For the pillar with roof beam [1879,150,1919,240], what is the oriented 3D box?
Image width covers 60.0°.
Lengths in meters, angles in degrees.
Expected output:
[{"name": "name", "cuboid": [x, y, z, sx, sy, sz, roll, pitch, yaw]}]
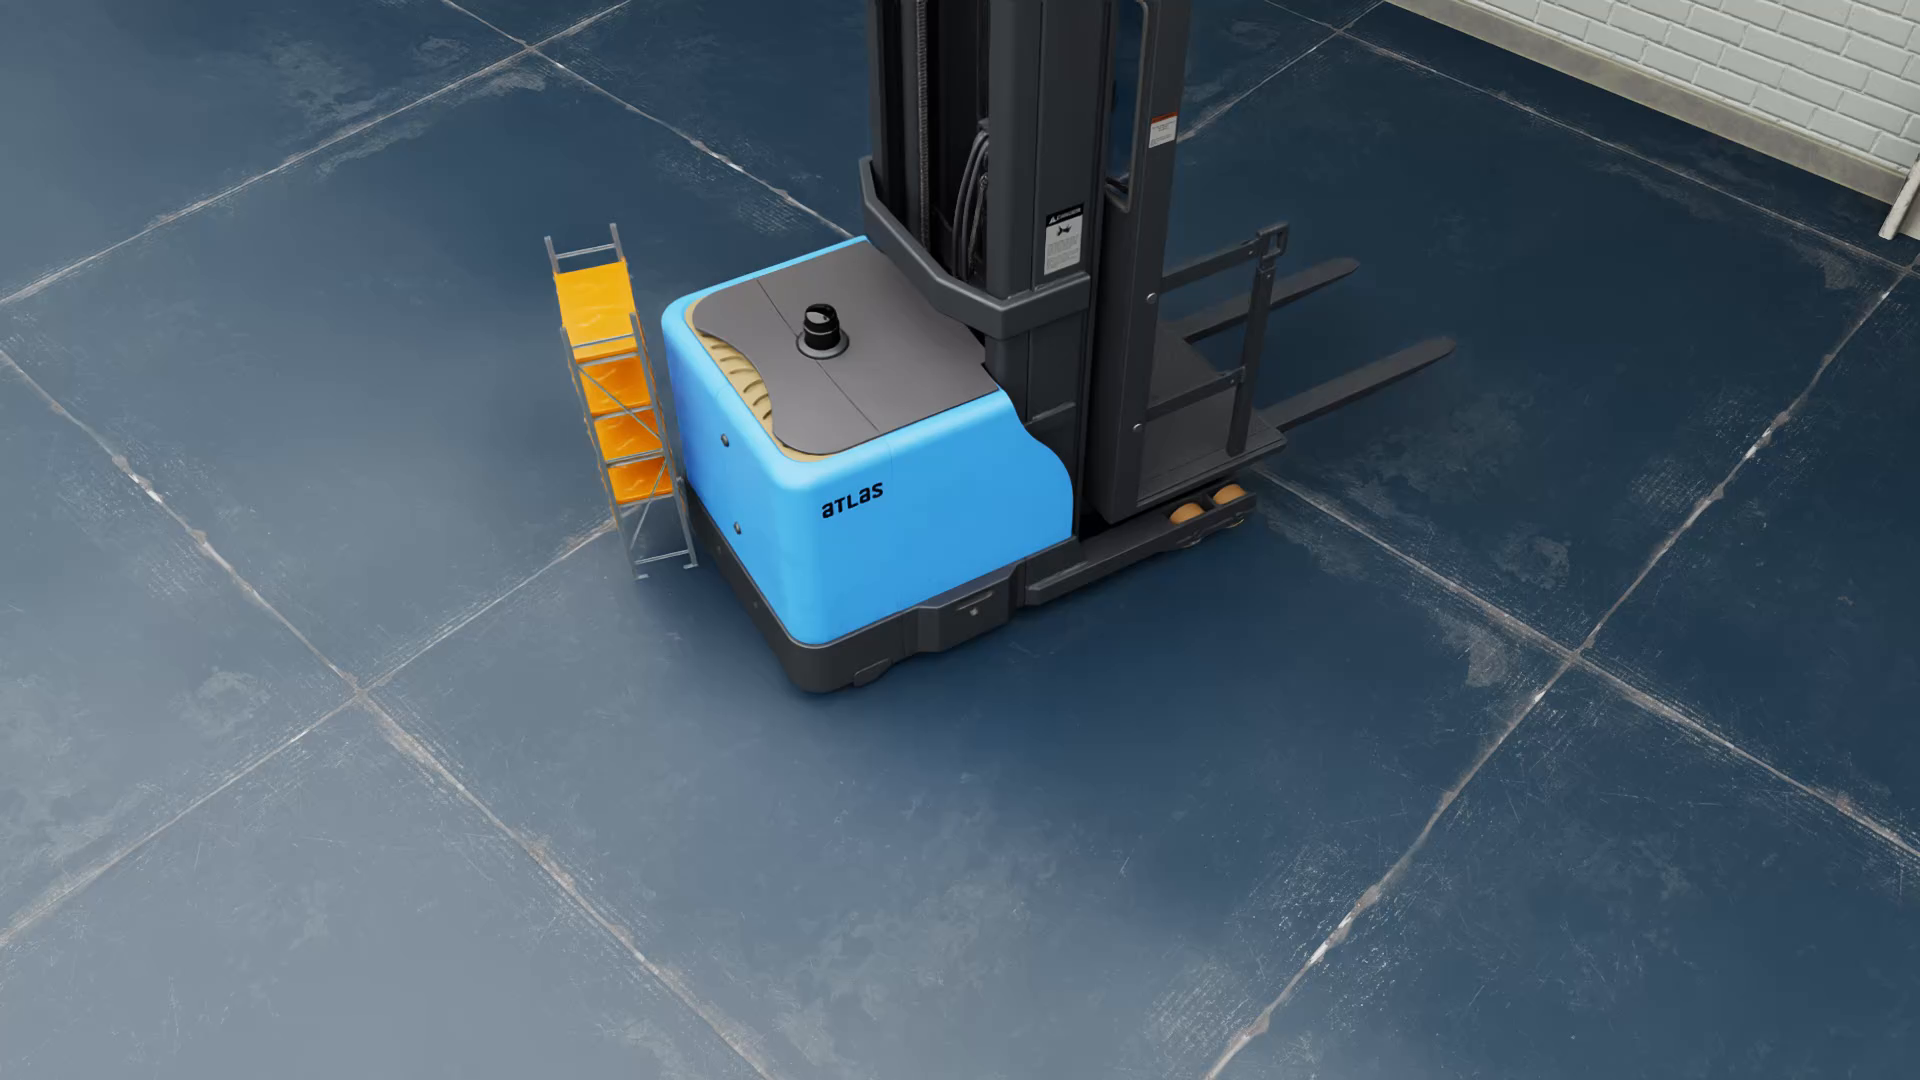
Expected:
[{"name": "pillar with roof beam", "cuboid": [1.498, -2.143, 2.090, 0.400, 9.000, 9.100, 34, 55, 28]}]

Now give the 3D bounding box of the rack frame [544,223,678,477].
[{"name": "rack frame", "cuboid": [-1.242, -0.629, 6.009, 0.240, 1.200, 0.015, -13, 48, -8]}]

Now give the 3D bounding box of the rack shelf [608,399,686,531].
[{"name": "rack shelf", "cuboid": [-1.165, -0.278, 6.043, 0.258, 0.148, 0.480, -13, 48, -8]}]

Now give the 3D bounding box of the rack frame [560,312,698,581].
[{"name": "rack frame", "cuboid": [-1.114, -0.286, 5.686, 0.240, 1.200, 0.015, -13, 48, -8]}]

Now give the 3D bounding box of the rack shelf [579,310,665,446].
[{"name": "rack shelf", "cuboid": [-1.185, -0.563, 5.732, 0.258, 0.148, 0.480, -13, 48, -8]}]

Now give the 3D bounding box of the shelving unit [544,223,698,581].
[{"name": "shelving unit", "cuboid": [-1.178, -0.457, 5.848, 0.258, 1.200, 0.503, -13, 48, -8]}]

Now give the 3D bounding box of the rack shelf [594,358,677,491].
[{"name": "rack shelf", "cuboid": [-1.175, -0.412, 5.897, 0.258, 0.148, 0.480, -13, 48, -8]}]

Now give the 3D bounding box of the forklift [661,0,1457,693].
[{"name": "forklift", "cuboid": [0.525, -1.289, 5.450, 3.031, 2.935, 1.130, -23, 51, -20]}]

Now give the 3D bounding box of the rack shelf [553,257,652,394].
[{"name": "rack shelf", "cuboid": [-1.197, -0.722, 5.558, 0.258, 0.148, 0.480, -13, 48, -8]}]
